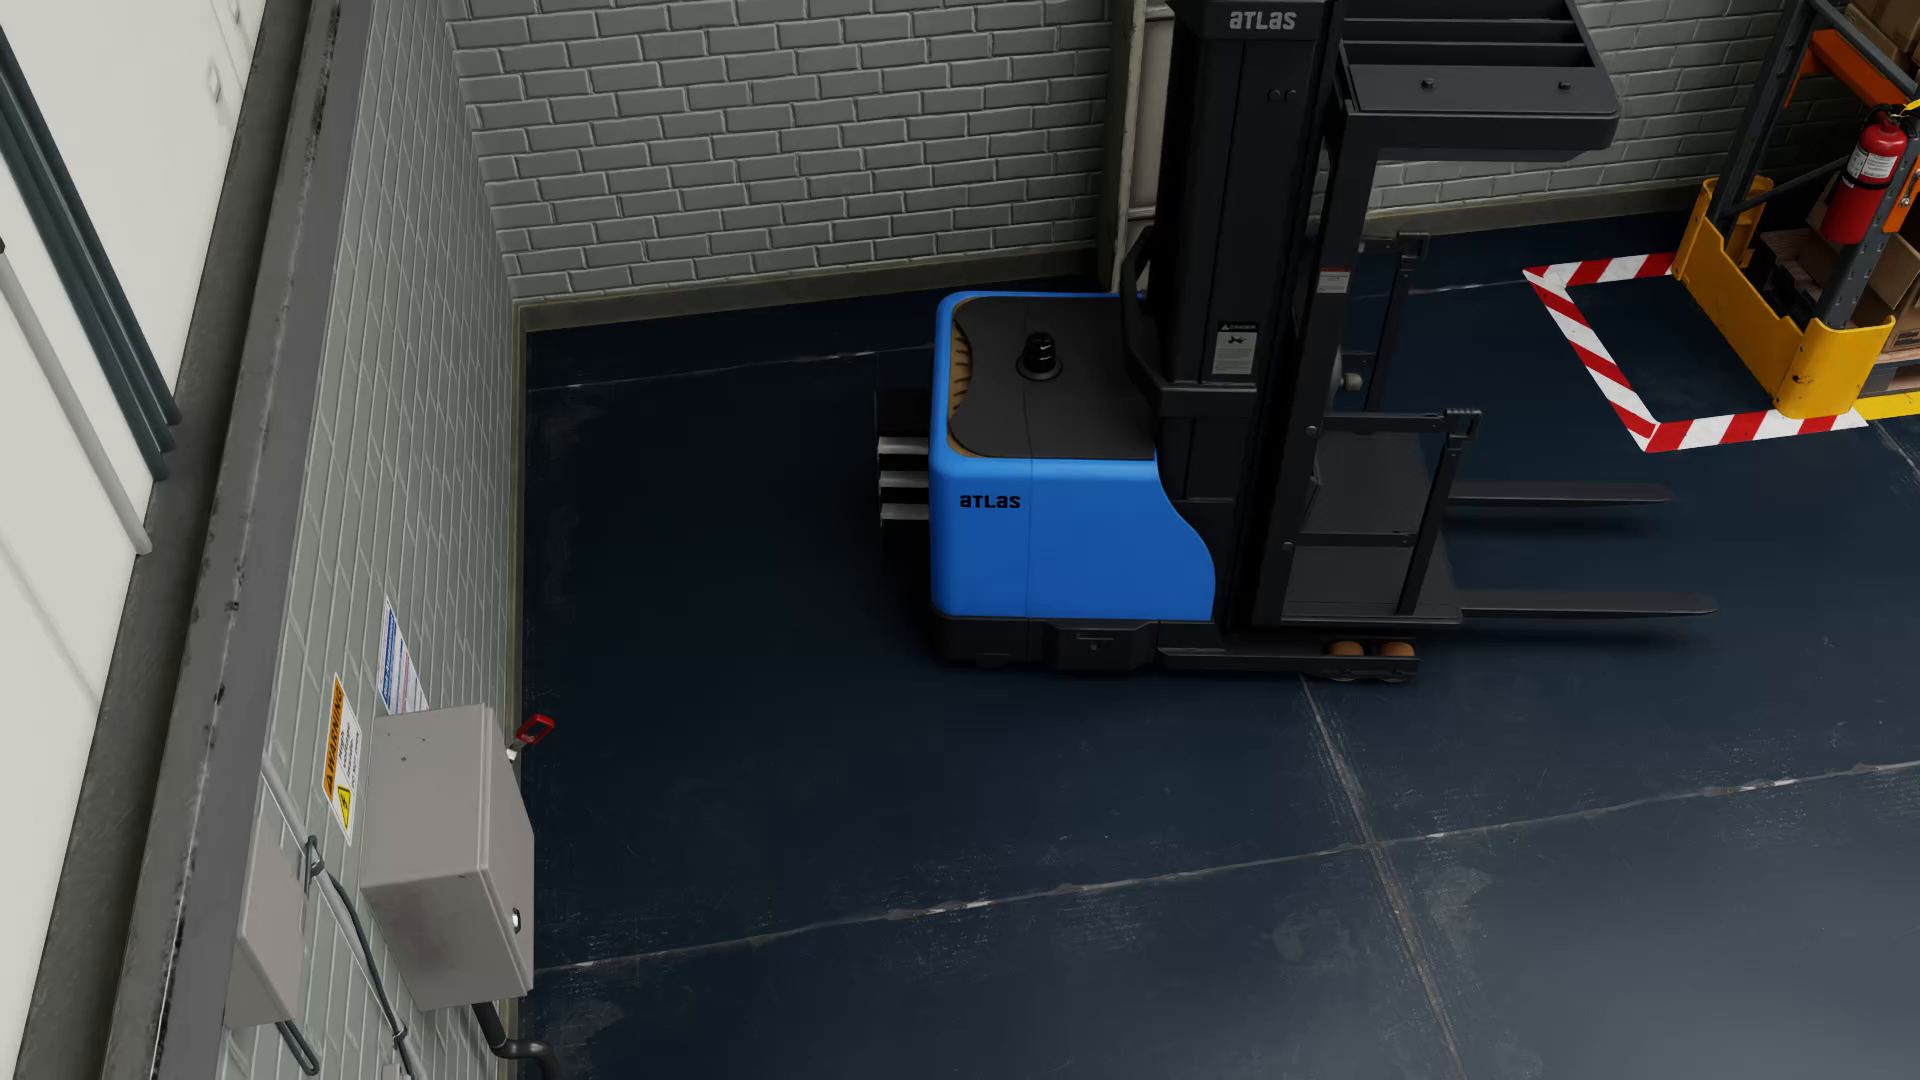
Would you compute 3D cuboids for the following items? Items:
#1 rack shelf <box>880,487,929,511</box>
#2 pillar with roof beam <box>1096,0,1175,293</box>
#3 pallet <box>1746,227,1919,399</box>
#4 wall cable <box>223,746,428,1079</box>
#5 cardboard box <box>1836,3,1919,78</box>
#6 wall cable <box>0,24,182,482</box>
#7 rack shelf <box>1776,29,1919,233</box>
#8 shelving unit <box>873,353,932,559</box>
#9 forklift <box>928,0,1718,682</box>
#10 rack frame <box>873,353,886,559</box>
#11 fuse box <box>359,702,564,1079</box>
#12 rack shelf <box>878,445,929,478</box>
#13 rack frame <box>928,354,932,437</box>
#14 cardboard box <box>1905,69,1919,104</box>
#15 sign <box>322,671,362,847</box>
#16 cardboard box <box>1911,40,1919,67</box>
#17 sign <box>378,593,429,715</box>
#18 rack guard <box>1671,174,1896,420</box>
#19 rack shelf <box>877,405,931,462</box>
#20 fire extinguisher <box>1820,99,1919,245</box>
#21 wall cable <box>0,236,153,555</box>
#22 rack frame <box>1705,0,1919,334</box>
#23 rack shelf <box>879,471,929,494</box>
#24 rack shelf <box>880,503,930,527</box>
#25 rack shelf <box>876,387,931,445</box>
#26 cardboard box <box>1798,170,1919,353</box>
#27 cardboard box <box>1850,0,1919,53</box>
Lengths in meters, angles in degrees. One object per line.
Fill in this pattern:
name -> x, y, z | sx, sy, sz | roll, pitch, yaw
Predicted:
rack shelf -> -0.216, -0.232, 6.713 | 0.200, 0.077, 0.258 | 1, 46, 1
pillar with roof beam -> 1.622, -1.336, 1.981 | 0.400, 9.000, 9.100 | -7, 46, -7
pallet -> 4.559, -1.141, 7.896 | 1.213, 0.211, 1.003 | -7, 46, -7
wall cable -> -1.257, 0.873, 3.314 | 0.122, 1.984, 0.588 | -7, 46, -7
cardboard box -> 3.980, -2.144, 7.101 | 0.250, 0.149, 0.380 | -8, 47, -7
wall cable -> -1.571, -2.190, 2.779 | 0.133, 3.039, 2.988 | -7, 46, -7
rack shelf -> 5.670, -1.996, 7.283 | 4.000, 0.370, 1.077 | -7, 46, -7
shelving unit -> -0.216, -0.317, 6.624 | 0.210, 0.900, 0.258 | 1, 46, 1
forklift -> 1.402, -0.859, 5.736 | 3.031, 2.935, 1.130 | 1, 46, 1
rack frame -> -0.318, -0.319, 6.625 | 0.006, 0.900, 0.240 | 1, 46, 1
fuse box -> -1.218, 1.169, 4.629 | 0.414, 1.711, 0.539 | -7, 46, -7
rack shelf -> -0.216, -0.356, 6.583 | 0.200, 0.077, 0.258 | 1, 46, 1
rack frame -> -0.115, -0.315, 6.622 | 0.006, 0.900, 0.240 | 1, 46, 1
cardboard box -> 4.070, -1.759, 6.729 | 0.250, 0.149, 0.380 | -7, 47, -7
sign -> -1.412, 0.500, 3.805 | 0.001, 0.242, 0.339 | -7, 46, -7
cardboard box -> 4.192, -1.916, 6.604 | 0.500, 0.250, 0.500 | -7, 46, -7
sign -> -1.506, 0.430, 4.512 | 0.001, 0.494, 0.329 | -7, 46, -7
rack guard -> 3.774, -1.143, 7.697 | 0.348, 0.500, 1.175 | -7, 46, -7
rack shelf -> -0.216, -0.419, 6.518 | 0.200, 0.077, 0.258 | 1, 46, 1
fire extinguisher -> 3.633, -1.498, 6.616 | 0.183, 0.674, 0.296 | -7, 46, -7
wall cable -> -1.134, -0.196, 0.883 | 0.029, 3.000, 2.355 | -7, 46, -7
rack frame -> 3.699, -2.000, 6.788 | 0.127, 3.000, 1.000 | -7, 46, -7
rack shelf -> -0.216, -0.294, 6.648 | 0.200, 0.077, 0.258 | 1, 46, 1
rack shelf -> -0.216, -0.169, 6.777 | 0.200, 0.077, 0.258 | 1, 46, 1
rack shelf -> -0.216, -0.481, 6.453 | 0.200, 0.077, 0.258 | 1, 46, 1
cardboard box -> 4.318, -1.288, 7.543 | 0.637, 0.503, 0.797 | -9, 47, -8
cardboard box -> 4.107, -2.296, 6.970 | 0.500, 0.250, 0.500 | -6, 46, -6
